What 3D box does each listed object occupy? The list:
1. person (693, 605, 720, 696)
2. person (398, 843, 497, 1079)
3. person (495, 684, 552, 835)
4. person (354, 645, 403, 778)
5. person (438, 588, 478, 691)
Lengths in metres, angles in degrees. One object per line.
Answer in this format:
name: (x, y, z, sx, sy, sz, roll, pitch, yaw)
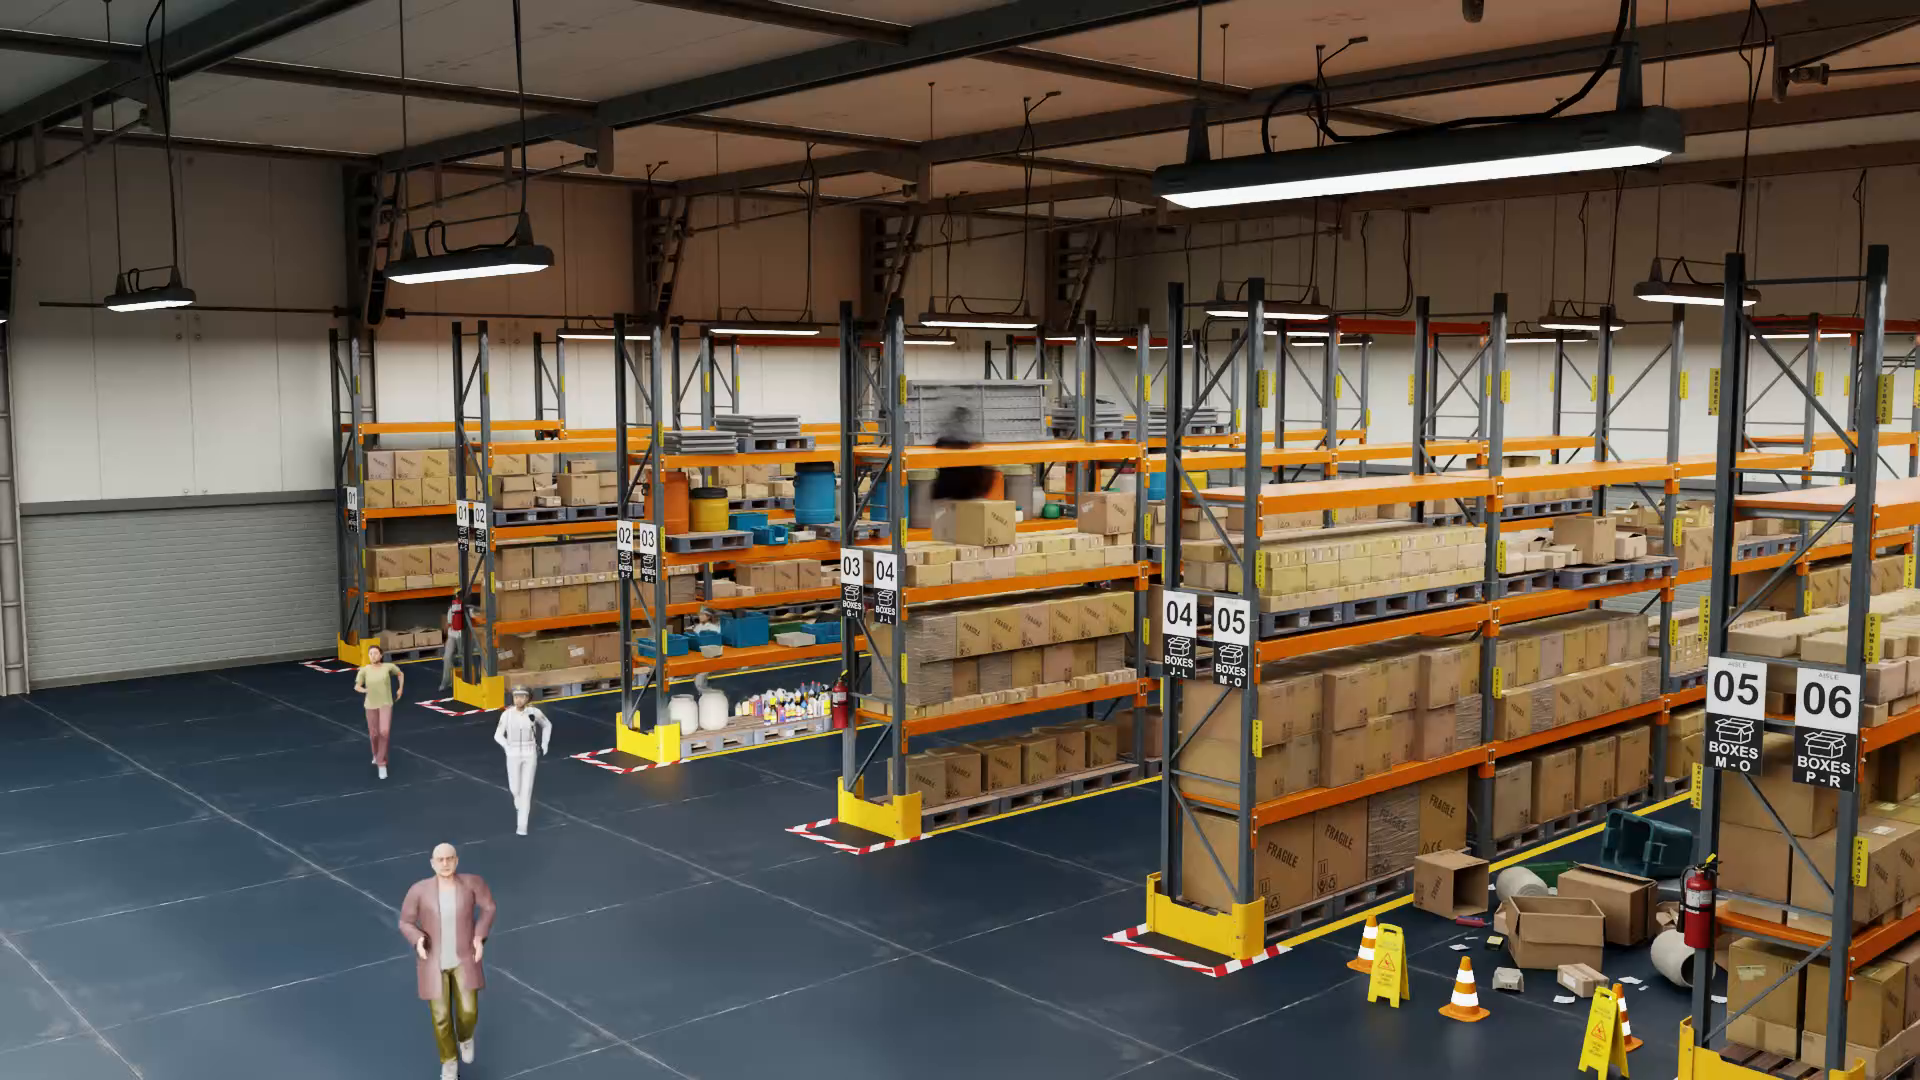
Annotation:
person: (-3.883, 1.844, 25.191, 0.594, 1.712, 0.638, 5, 8, 42)
person: (-3.746, 3.094, 12.200, 0.703, 1.729, 0.651, -2, 6, -18)
person: (-4.978, 2.459, 18.957, 0.630, 1.656, 0.949, -1, 6, -10)
person: (-7.583, 2.209, 21.702, 0.578, 1.698, 0.825, -1, 6, -12)
person: (-8.240, 1.629, 27.571, 0.587, 1.730, 0.847, 3, 6, 28)
